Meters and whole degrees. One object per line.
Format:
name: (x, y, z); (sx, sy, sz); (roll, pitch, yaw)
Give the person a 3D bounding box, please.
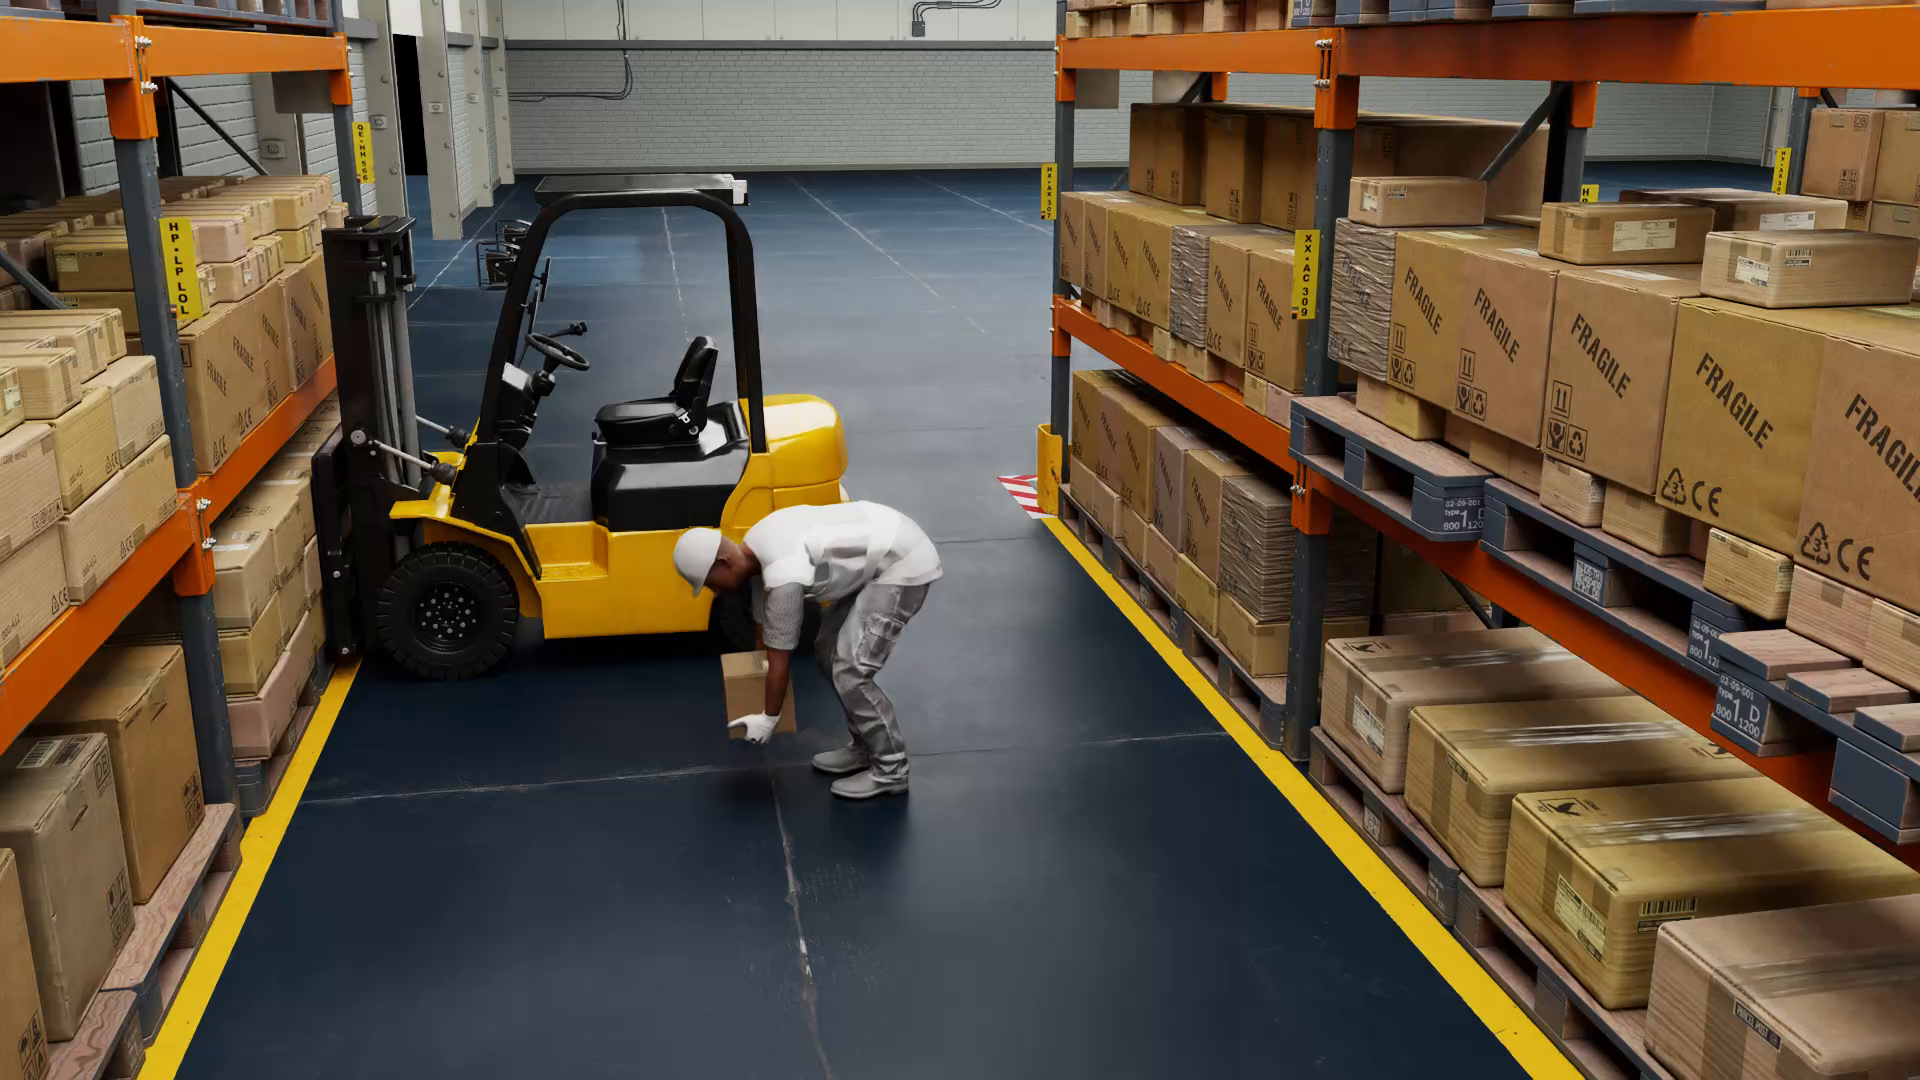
person: (-0.566, 0.417, 6.285); (0.991, 1.096, 0.492); (-4, 17, -13)
